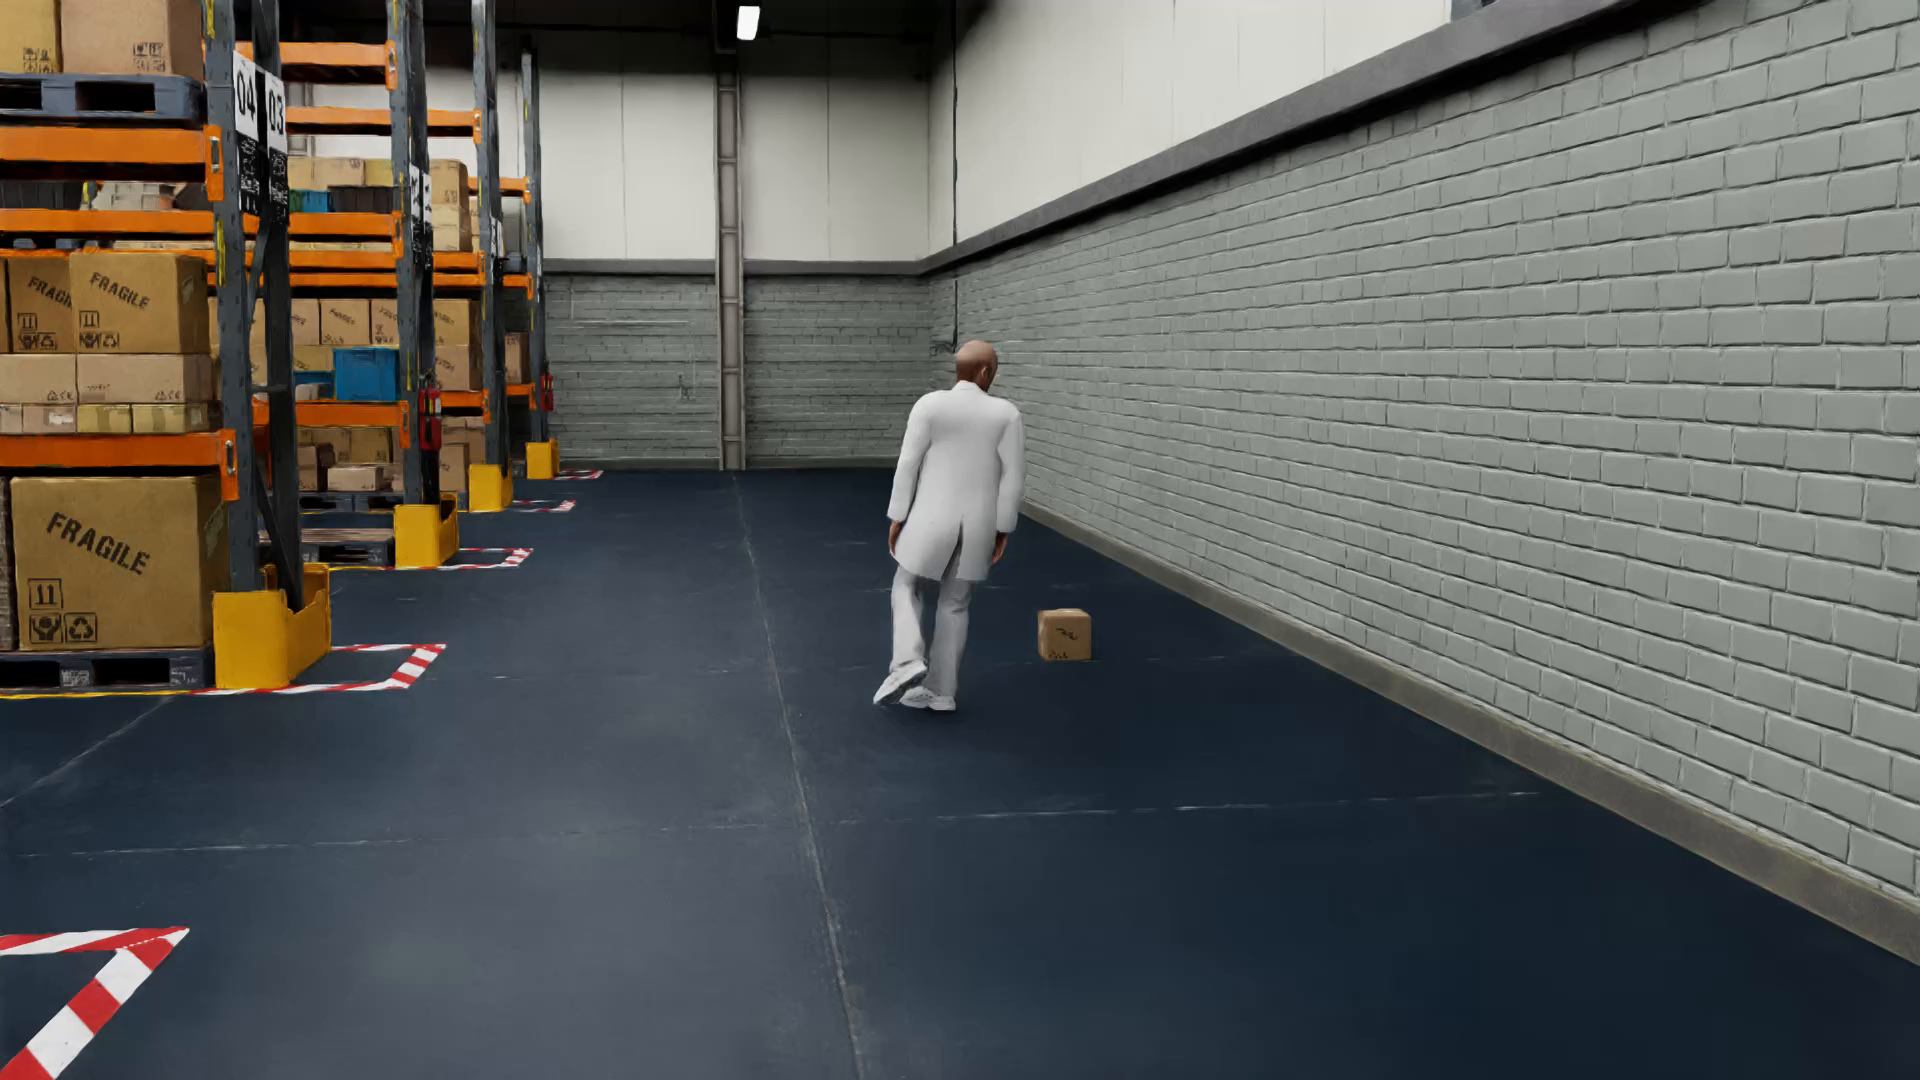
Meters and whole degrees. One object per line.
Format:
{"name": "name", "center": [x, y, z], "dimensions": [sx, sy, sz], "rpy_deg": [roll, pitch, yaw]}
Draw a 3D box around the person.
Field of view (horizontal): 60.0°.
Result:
{"name": "person", "center": [-0.064, -0.061, 7.900], "dimensions": [0.718, 1.769, 0.477], "rpy_deg": [-1, 6, -12]}
